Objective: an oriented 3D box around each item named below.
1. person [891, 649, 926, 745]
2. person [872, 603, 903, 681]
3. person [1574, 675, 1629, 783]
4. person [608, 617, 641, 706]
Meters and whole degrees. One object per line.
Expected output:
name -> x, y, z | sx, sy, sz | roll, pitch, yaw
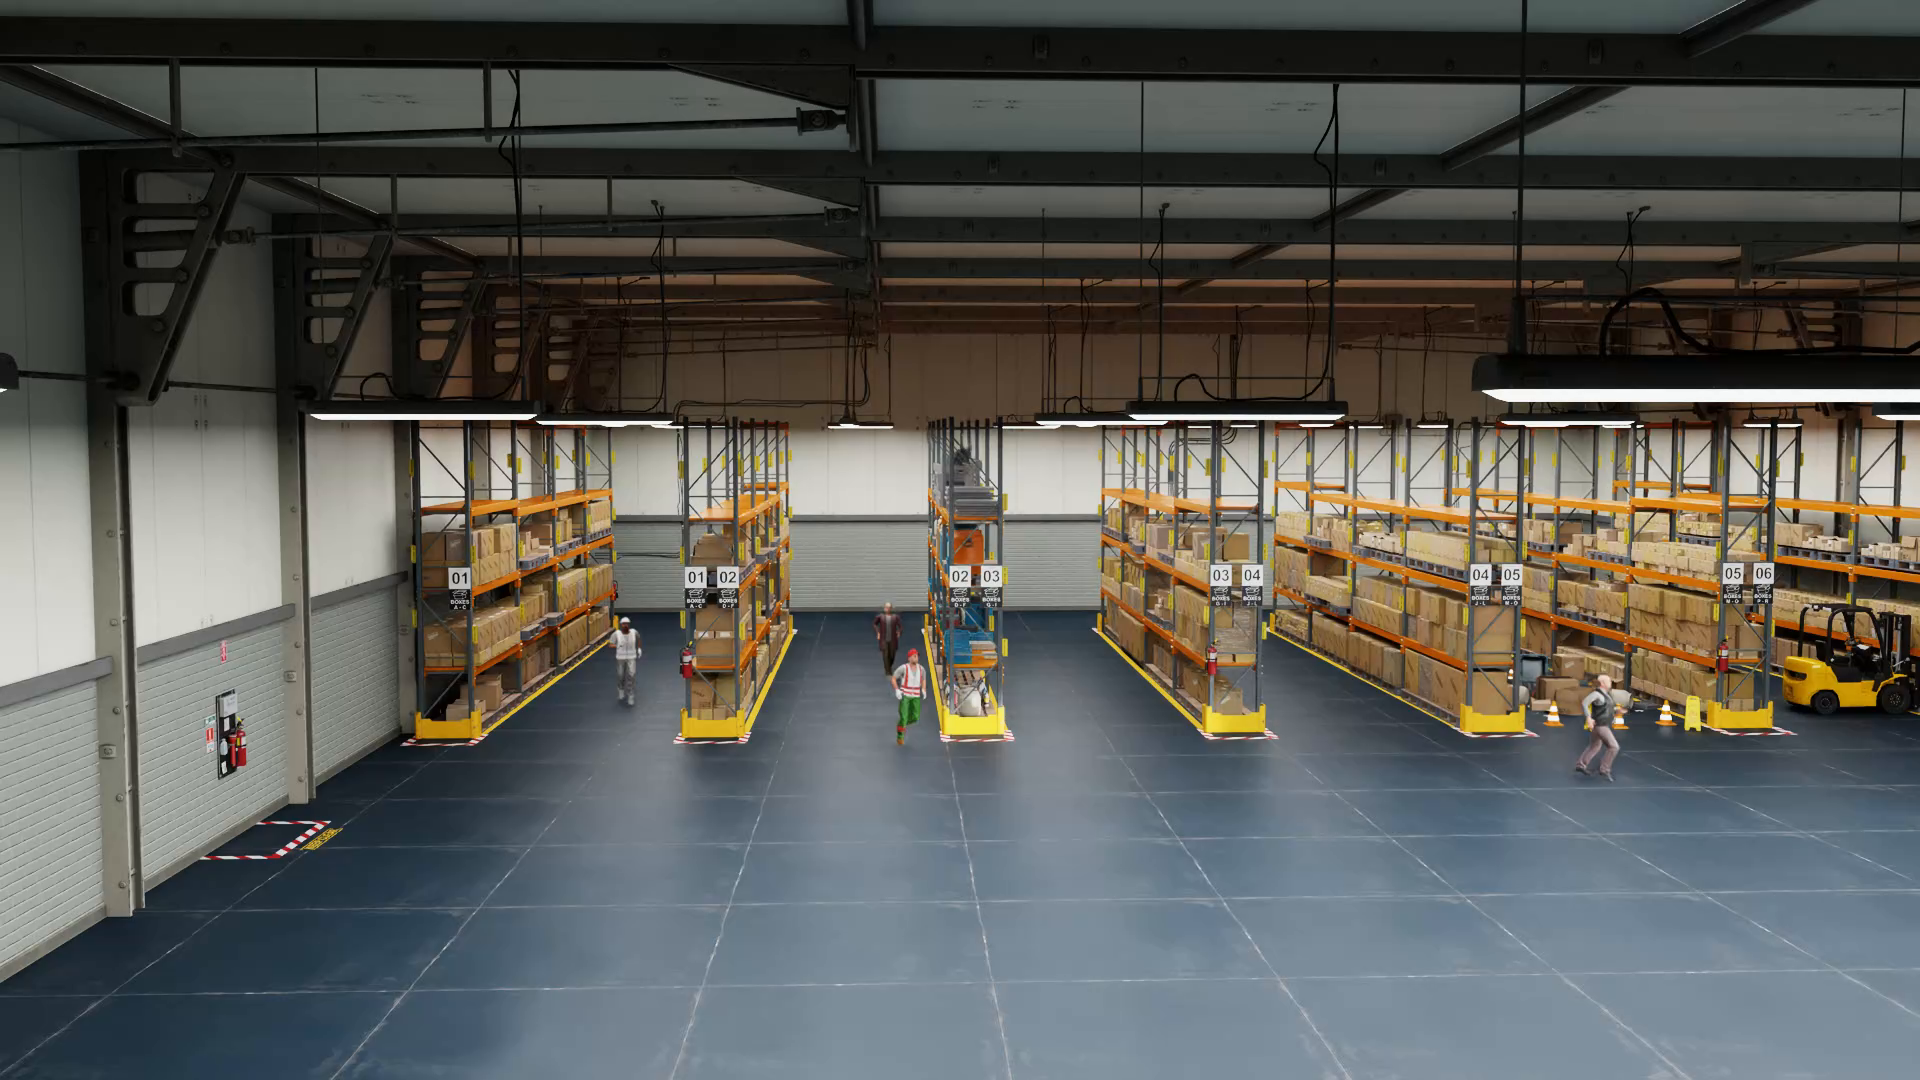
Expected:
person -> -0.919, 2.876, 30.593 | 0.714, 1.732, 0.562 | -2, 4, -23
person -> -1.676, 2.340, 38.598 | 0.711, 1.769, 0.900 | 0, 4, -6
person -> 10.504, 3.183, 27.245 | 0.833, 1.588, 0.620 | 2, 4, 32
person -> -7.049, 2.523, 34.988 | 0.694, 1.813, 0.906 | -1, 4, -16
